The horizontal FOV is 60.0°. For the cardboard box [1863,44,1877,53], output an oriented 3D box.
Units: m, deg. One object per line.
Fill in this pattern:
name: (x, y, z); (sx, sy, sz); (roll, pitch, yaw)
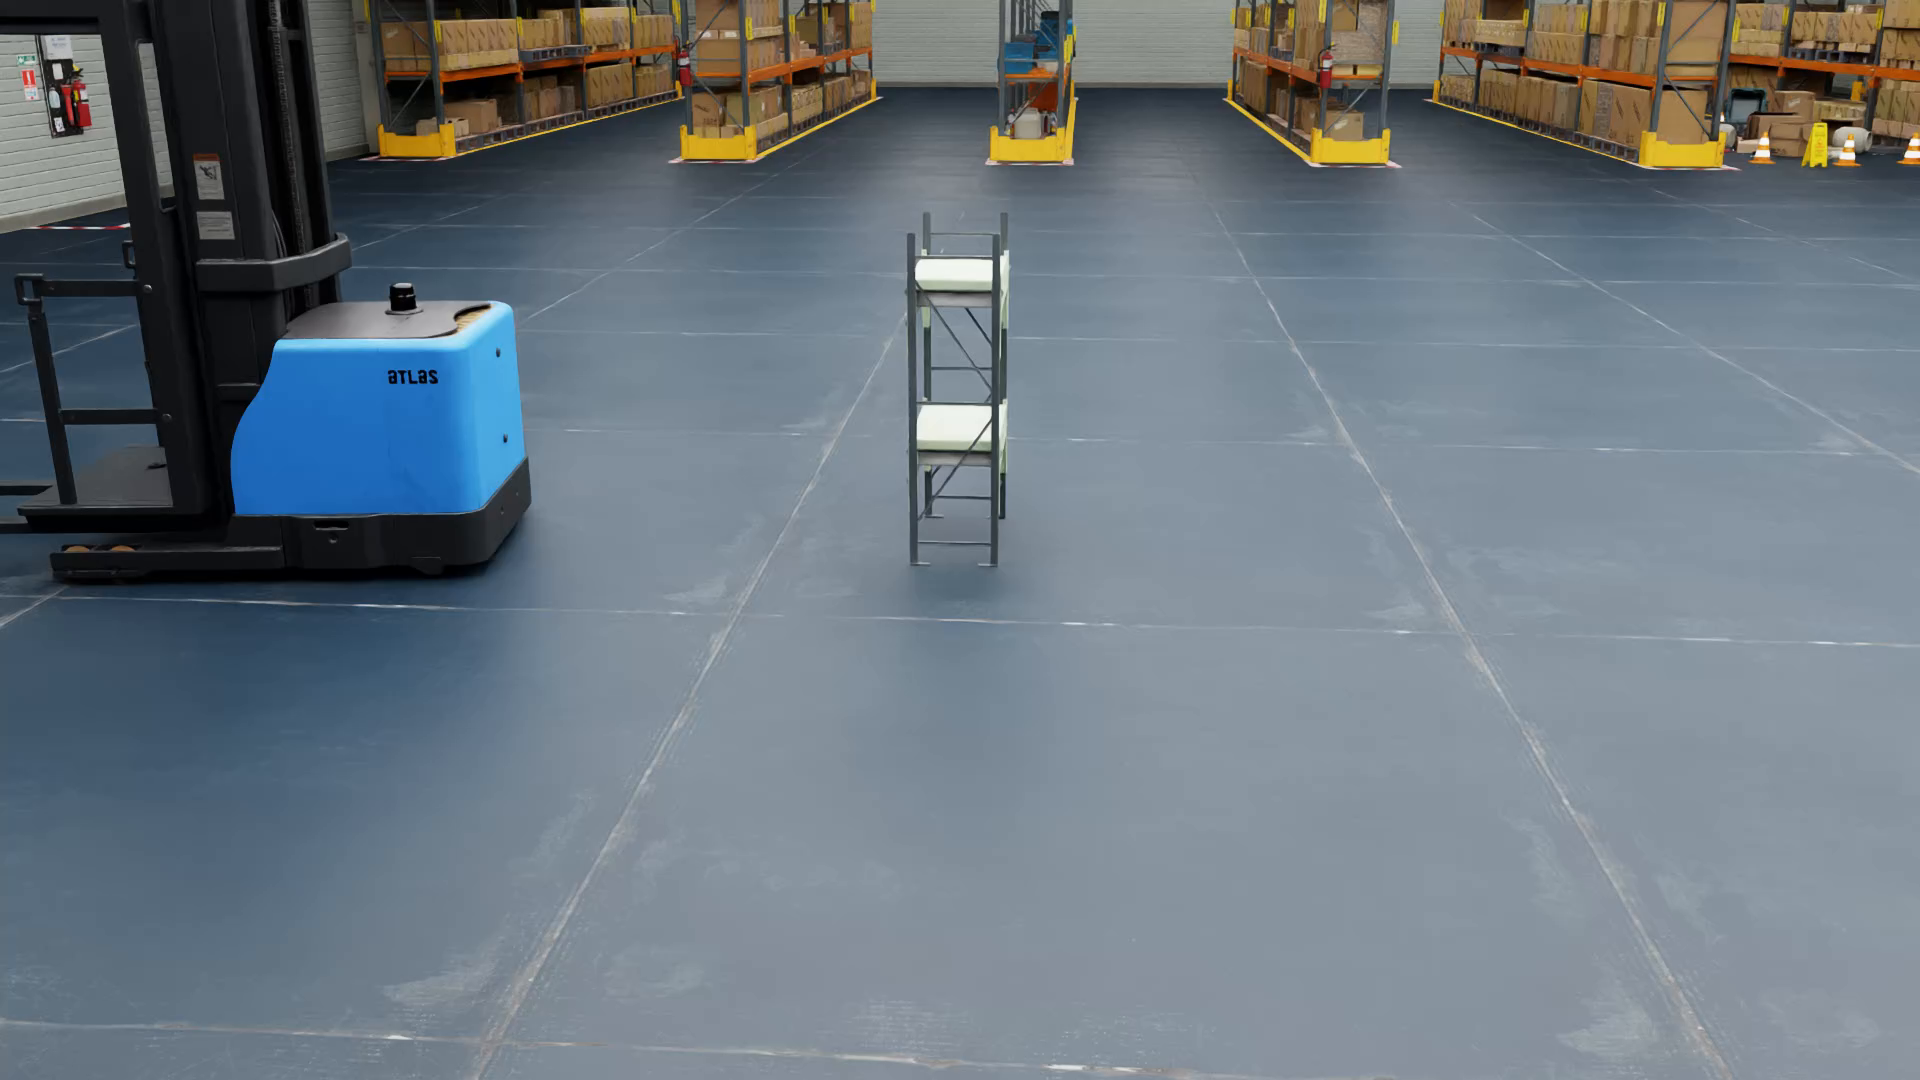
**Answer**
cardboard box: (15.979, -8.561, 28.961); (0.380, 0.149, 0.250); (2, 18, 5)

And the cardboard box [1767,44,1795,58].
cardboard box: (16.282, -9.649, 32.793); (0.500, 0.250, 0.500); (1, 18, 2)

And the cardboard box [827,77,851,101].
cardboard box: (-2.723, -10.104, 37.251); (0.500, 0.500, 0.500); (1, 18, 4)

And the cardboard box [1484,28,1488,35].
cardboard box: (11.307, -10.746, 35.154); (0.380, 0.149, 0.250); (1, 18, 2)

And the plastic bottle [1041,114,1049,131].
plastic bottle: (1.471, -7.291, 29.024); (0.152, 0.276, 0.135); (1, 18, 4)

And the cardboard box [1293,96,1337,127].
cardboard box: (6.399, -7.747, 30.057); (0.700, 0.500, 0.500); (0, 18, 0)

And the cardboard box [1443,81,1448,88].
cardboard box: (11.764, -10.866, 39.694); (0.380, 0.149, 0.250); (1, 18, 4)

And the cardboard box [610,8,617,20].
cardboard box: (-7.776, -11.439, 36.142); (0.500, 0.250, 0.500); (2, 18, 5)

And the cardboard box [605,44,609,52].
cardboard box: (-7.822, -10.655, 35.995); (0.380, 0.149, 0.250); (2, 18, 6)

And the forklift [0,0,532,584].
forklift: (-3.629, -1.364, 7.379); (3.031, 2.935, 1.130); (0, 18, -1)

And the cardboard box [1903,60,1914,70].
cardboard box: (15.868, -7.866, 27.515); (0.380, 0.149, 0.250); (2, 18, 6)

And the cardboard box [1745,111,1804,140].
cardboard box: (13.590, -6.843, 27.782); (0.797, 0.637, 0.503); (1, 18, 4)

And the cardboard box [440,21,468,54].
cardboard box: (-8.396, -8.215, 27.181); (0.500, 0.500, 0.500); (1, 18, 4)

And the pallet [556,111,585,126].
pallet: (-8.259, -8.542, 33.654); (1.003, 0.211, 1.213); (1, 18, 4)

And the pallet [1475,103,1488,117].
pallet: (11.792, -9.312, 36.001); (1.003, 0.211, 1.213); (1, 18, 4)

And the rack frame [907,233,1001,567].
rack frame: (-0.027, -0.597, 7.336); (0.400, 1.500, 0.023); (1, 18, 4)

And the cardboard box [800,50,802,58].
cardboard box: (-3.296, -9.484, 32.453); (0.380, 0.149, 0.250); (3, 18, 8)

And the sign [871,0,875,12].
sign: (-2.135, -13.167, 40.922); (0.100, 0.325, 0.005); (1, 18, 4)

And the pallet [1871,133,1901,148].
pallet: (16.205, -6.780, 28.276); (1.003, 0.211, 1.213); (1, 18, 4)

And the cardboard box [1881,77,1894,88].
cardboard box: (21.791, -10.491, 38.464); (0.700, 0.500, 0.500); (2, 18, 6)

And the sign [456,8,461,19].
sign: (-9.042, -9.429, 30.023); (0.100, 0.325, 0.005); (1, 18, 4)

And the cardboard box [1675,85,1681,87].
cardboard box: (17.073, -10.532, 38.688); (0.875, 0.438, 0.875); (2, 18, 5)

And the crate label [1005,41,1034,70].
crate label: (0.968, -7.999, 27.460); (0.502, 0.435, 0.616); (1, 18, 4)

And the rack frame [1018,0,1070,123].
rack frame: (1.680, -9.889, 33.285); (1.000, 3.000, 0.127); (1, 18, 4)

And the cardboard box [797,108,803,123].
cardboard box: (-3.233, -7.930, 31.047); (0.500, 0.250, 0.500); (2, 18, 5)

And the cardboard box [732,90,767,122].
cardboard box: (-3.517, -7.238, 27.731); (0.500, 0.500, 0.500); (1, 18, 4)

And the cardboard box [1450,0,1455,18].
cardboard box: (11.807, -12.494, 38.993); (0.500, 0.500, 0.500); (2, 18, 6)

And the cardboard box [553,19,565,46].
cardboard box: (-8.239, -10.046, 32.898); (0.700, 0.500, 0.500); (0, 18, -1)

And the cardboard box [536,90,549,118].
cardboard box: (-8.389, -8.437, 32.162); (0.700, 0.500, 0.500); (1, 18, 5)

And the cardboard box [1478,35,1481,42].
cardboard box: (11.346, -10.760, 35.674); (0.380, 0.149, 0.250); (2, 18, 5)

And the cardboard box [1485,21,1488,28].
cardboard box: (11.304, -10.886, 35.100); (0.380, 0.149, 0.250); (1, 18, 3)

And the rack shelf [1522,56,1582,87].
rack shelf: (11.417, -8.673, 30.730); (1.077, 0.370, 4.000); (1, 18, 4)

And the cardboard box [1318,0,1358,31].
cardboard box: (5.839, -8.134, 25.685); (0.500, 0.500, 0.500); (1, 18, 4)

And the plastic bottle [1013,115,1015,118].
plastic bottle: (0.934, -7.213, 28.792); (0.097, 0.271, 0.097); (0, 18, 0)

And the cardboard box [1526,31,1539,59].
cardboard box: (11.258, -9.550, 32.091); (0.500, 0.500, 0.500); (1, 18, 5)

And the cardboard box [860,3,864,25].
cardboard box: (-2.550, -12.386, 39.139); (0.500, 0.500, 0.500); (2, 18, 6)

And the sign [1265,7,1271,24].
sign: (6.066, -10.340, 32.802); (0.100, 0.325, 0.005); (1, 18, 4)

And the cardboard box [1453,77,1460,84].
cardboard box: (11.682, -10.684, 38.660); (0.380, 0.149, 0.250); (2, 18, 5)

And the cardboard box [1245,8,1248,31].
cardboard box: (6.713, -11.751, 37.528); (0.500, 0.500, 0.500); (1, 18, 4)

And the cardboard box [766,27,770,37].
cardboard box: (-3.446, -8.630, 28.242); (0.380, 0.149, 0.250); (2, 18, 5)

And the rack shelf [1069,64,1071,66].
rack shelf: (1.823, -10.168, 35.293); (1.077, 0.370, 4.000); (1, 18, 4)

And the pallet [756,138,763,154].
pallet: (-3.821, -6.429, 27.205); (1.003, 0.211, 1.213); (1, 18, 4)

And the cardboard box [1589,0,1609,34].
cardboard box: (11.212, -8.864, 28.184); (0.875, 0.550, 0.550); (1, 18, 4)

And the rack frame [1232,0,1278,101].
rack frame: (7.193, -12.263, 40.530); (1.000, 3.000, 0.127); (1, 18, 4)

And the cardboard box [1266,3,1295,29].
cardboard box: (6.779, -10.940, 34.721); (0.797, 0.503, 0.637); (2, 18, 6)

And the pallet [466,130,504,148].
pallet: (-8.586, -6.953, 28.804); (1.003, 0.211, 1.213); (1, 18, 4)

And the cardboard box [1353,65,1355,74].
cardboard box: (6.342, -7.335, 25.894); (0.380, 0.149, 0.250); (1, 18, 4)

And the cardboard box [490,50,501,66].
cardboard box: (-8.285, -8.341, 28.770); (0.500, 0.250, 0.500); (1, 18, 4)

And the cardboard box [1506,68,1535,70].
cardboard box: (12.045, -10.010, 35.789); (0.500, 0.250, 0.500); (1, 18, 2)

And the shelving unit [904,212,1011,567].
shelving unit: (0.000, -0.711, 7.683); (0.431, 1.500, 0.755); (1, 18, 4)

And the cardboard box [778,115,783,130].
cardboard box: (-3.408, -7.347, 29.270); (0.500, 0.250, 0.500); (1, 18, 4)

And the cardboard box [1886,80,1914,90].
cardboard box: (15.837, -7.658, 27.971); (0.380, 0.149, 0.250); (2, 18, 5)
